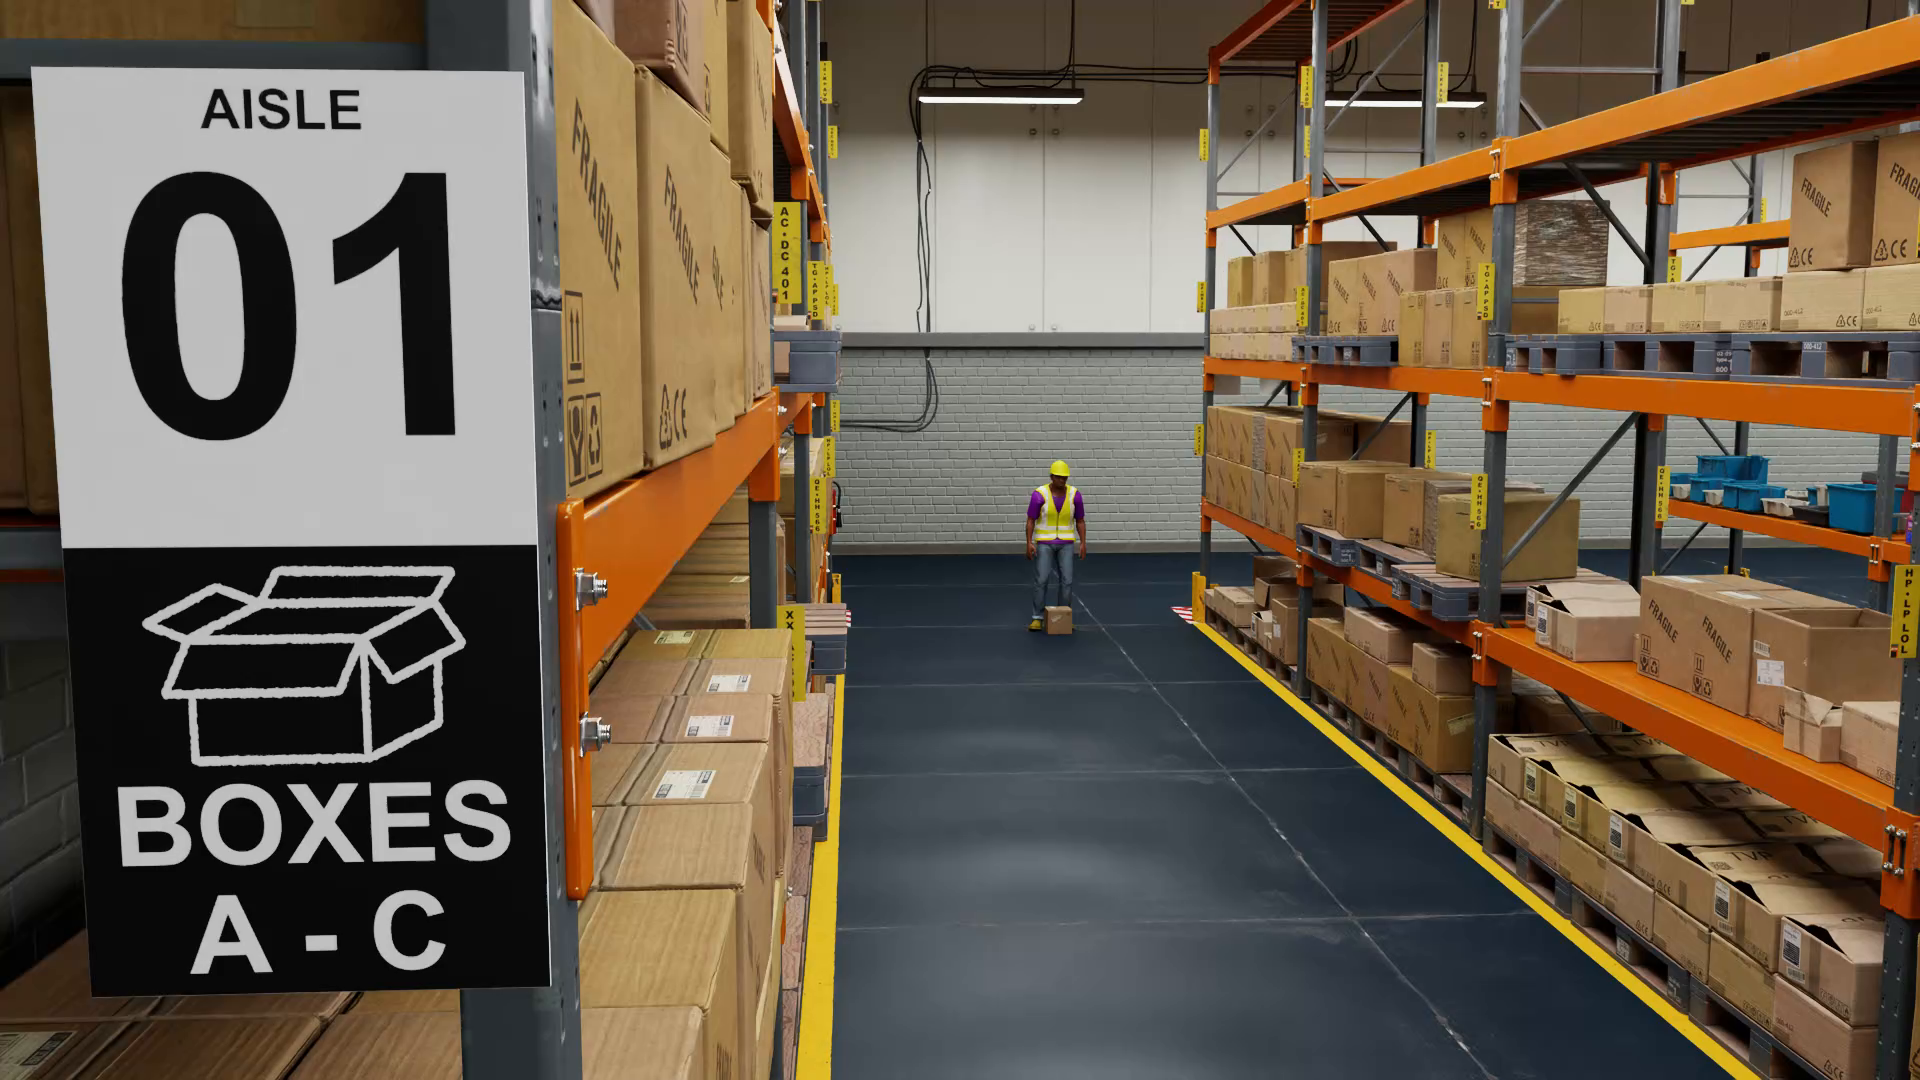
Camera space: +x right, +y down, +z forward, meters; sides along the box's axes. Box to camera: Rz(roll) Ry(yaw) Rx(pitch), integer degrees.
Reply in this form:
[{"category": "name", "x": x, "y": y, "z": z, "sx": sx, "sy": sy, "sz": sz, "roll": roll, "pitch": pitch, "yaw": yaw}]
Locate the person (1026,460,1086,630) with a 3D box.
[{"category": "person", "x": 0.997, "y": 0.050, "z": 17.241, "sx": 0.636, "sy": 1.761, "sz": 0.454, "roll": -1, "pitch": 7, "yaw": -6}]
